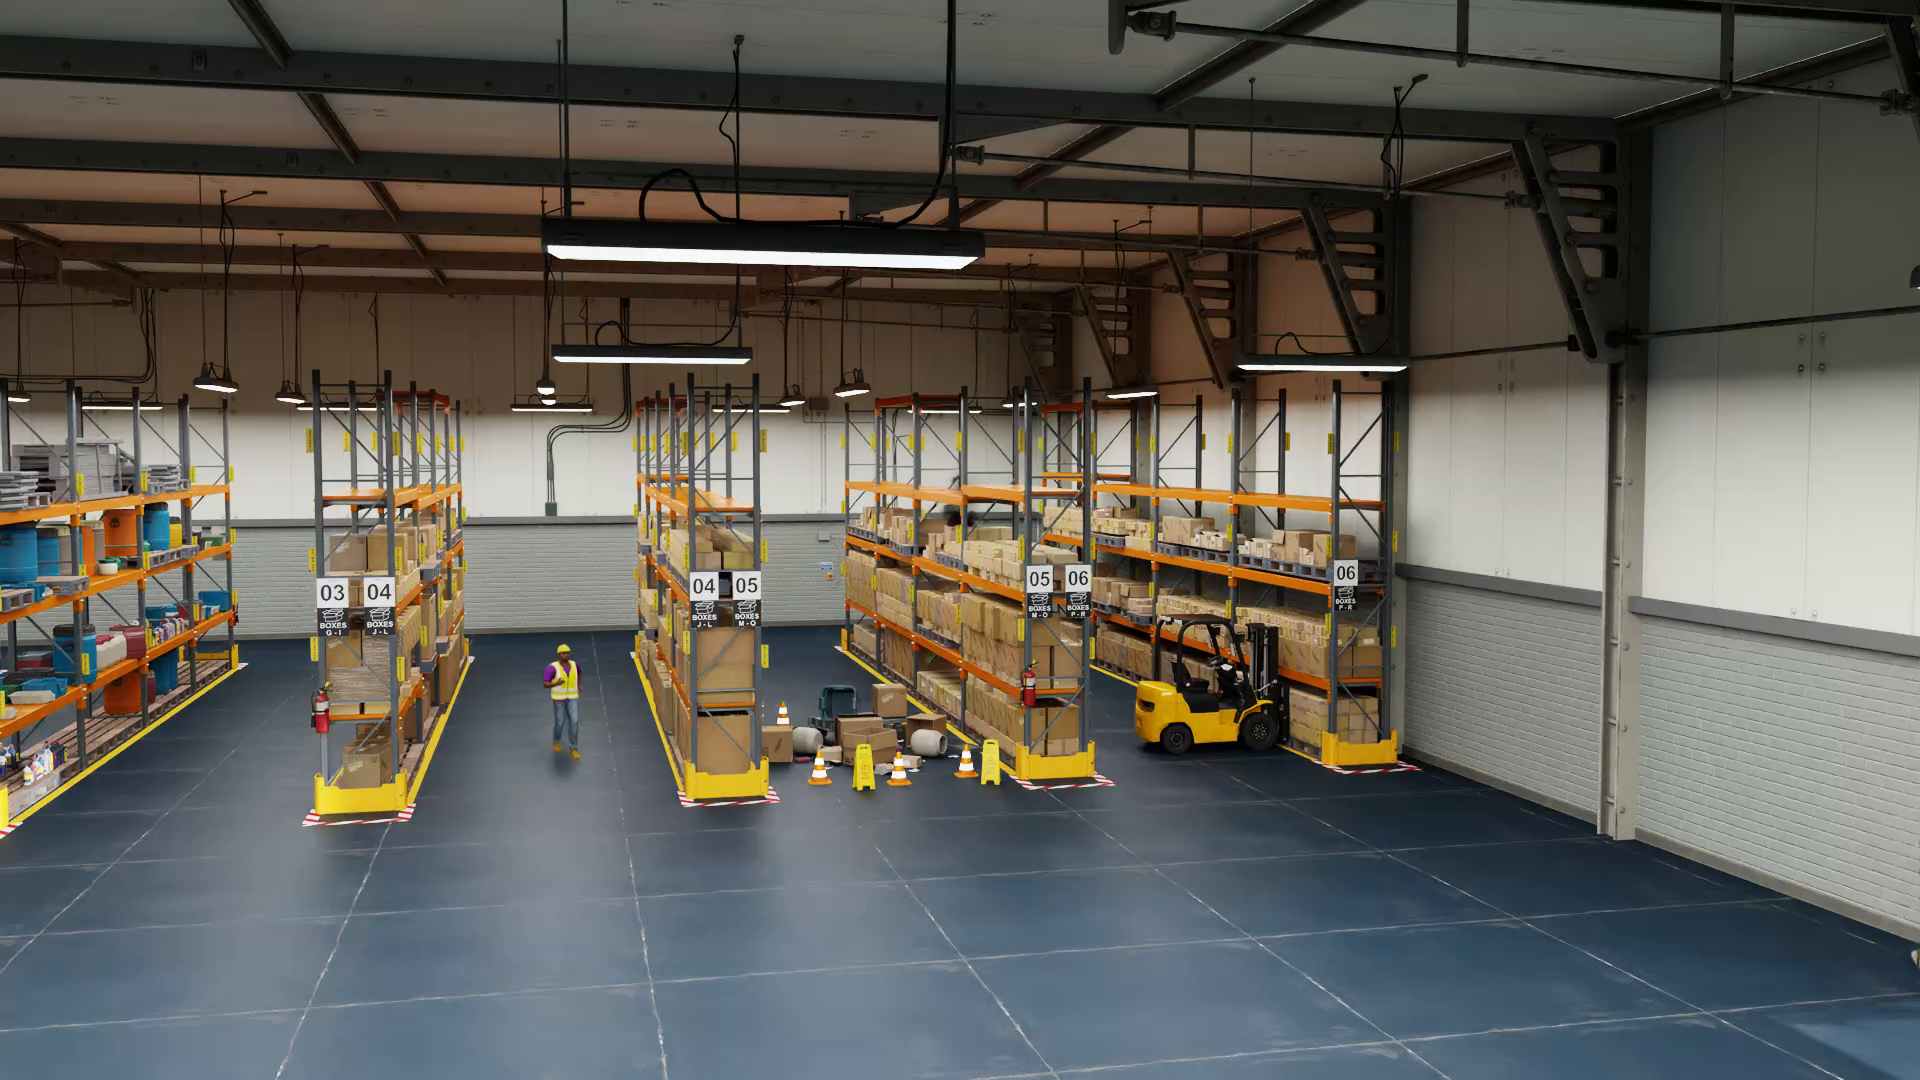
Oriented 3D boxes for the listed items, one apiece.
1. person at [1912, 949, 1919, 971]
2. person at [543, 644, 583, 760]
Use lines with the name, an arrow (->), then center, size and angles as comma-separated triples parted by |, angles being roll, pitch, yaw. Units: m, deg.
person -> 8.871, 3.285, 14.754 | 0.750, 1.763, 0.814 | -1, 4, -22
person -> -6.301, 2.556, 26.510 | 0.688, 1.785, 0.887 | -2, 4, -28
